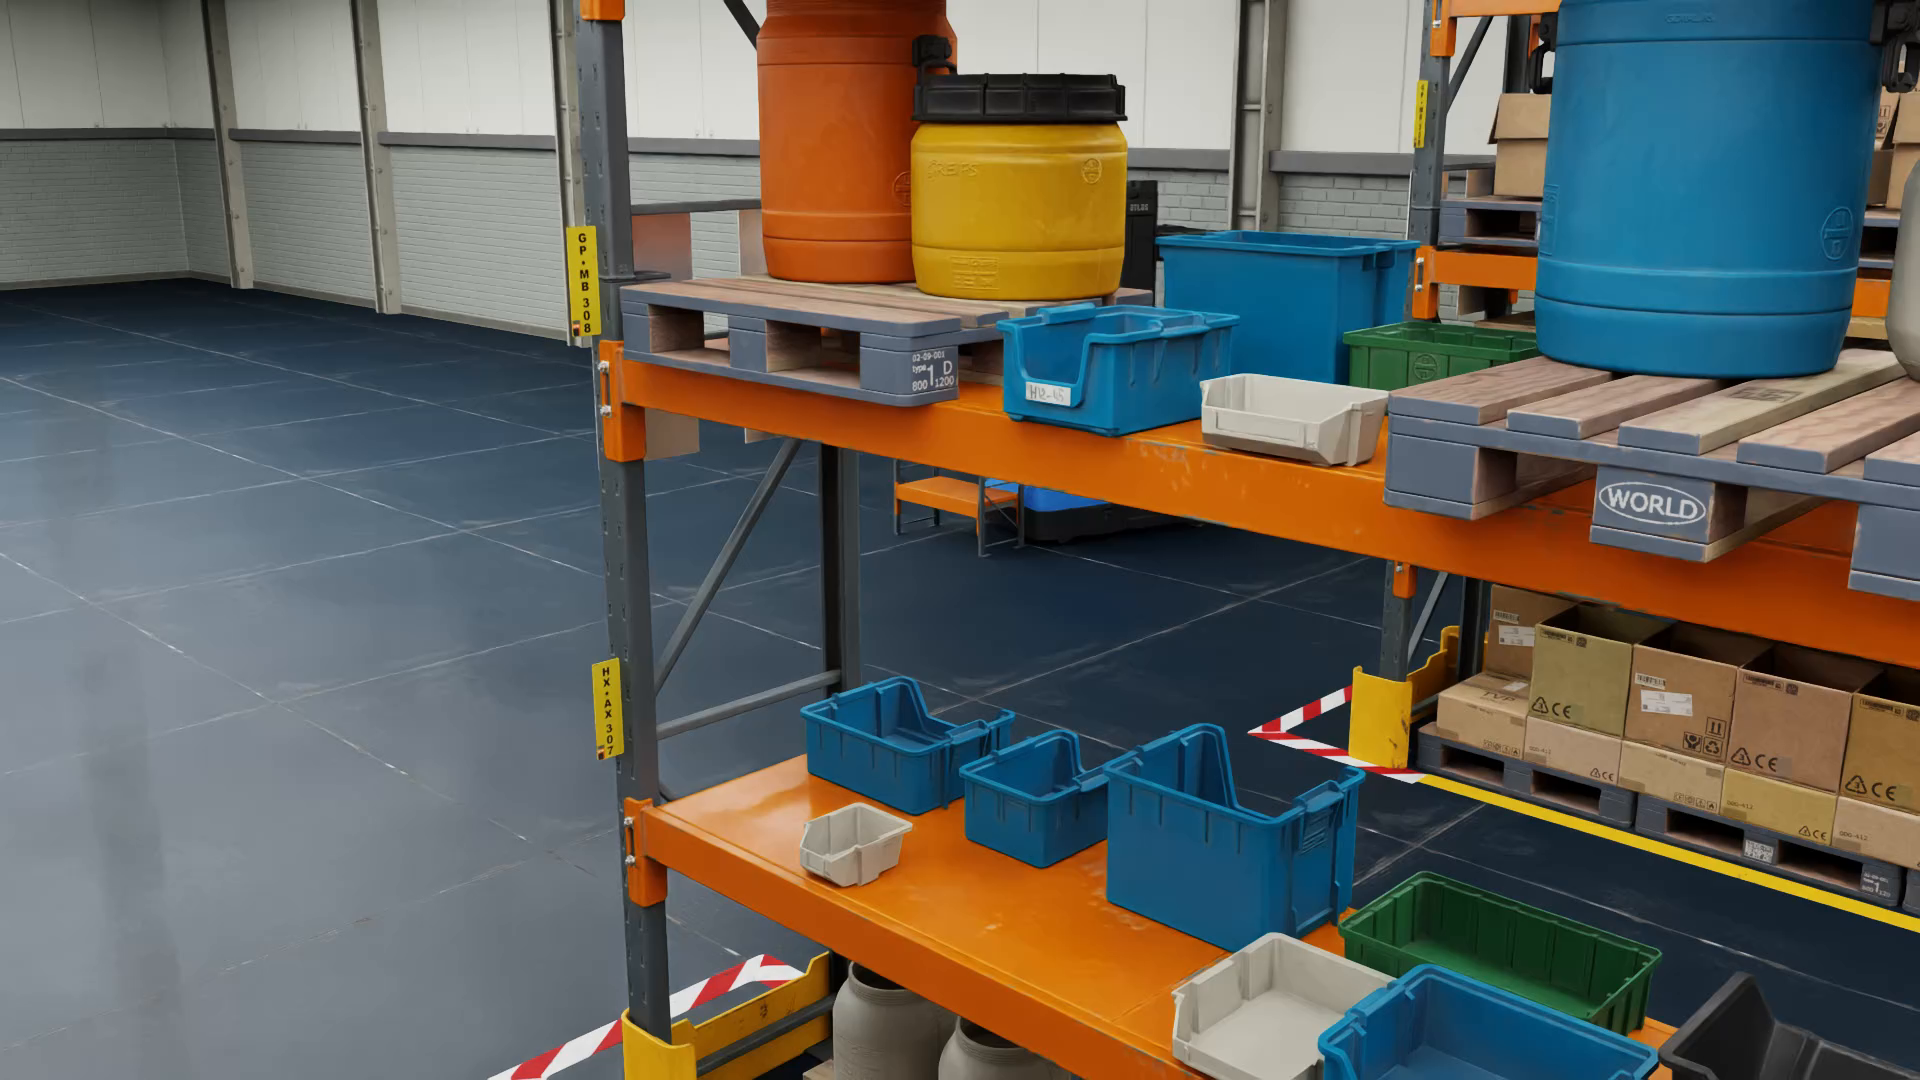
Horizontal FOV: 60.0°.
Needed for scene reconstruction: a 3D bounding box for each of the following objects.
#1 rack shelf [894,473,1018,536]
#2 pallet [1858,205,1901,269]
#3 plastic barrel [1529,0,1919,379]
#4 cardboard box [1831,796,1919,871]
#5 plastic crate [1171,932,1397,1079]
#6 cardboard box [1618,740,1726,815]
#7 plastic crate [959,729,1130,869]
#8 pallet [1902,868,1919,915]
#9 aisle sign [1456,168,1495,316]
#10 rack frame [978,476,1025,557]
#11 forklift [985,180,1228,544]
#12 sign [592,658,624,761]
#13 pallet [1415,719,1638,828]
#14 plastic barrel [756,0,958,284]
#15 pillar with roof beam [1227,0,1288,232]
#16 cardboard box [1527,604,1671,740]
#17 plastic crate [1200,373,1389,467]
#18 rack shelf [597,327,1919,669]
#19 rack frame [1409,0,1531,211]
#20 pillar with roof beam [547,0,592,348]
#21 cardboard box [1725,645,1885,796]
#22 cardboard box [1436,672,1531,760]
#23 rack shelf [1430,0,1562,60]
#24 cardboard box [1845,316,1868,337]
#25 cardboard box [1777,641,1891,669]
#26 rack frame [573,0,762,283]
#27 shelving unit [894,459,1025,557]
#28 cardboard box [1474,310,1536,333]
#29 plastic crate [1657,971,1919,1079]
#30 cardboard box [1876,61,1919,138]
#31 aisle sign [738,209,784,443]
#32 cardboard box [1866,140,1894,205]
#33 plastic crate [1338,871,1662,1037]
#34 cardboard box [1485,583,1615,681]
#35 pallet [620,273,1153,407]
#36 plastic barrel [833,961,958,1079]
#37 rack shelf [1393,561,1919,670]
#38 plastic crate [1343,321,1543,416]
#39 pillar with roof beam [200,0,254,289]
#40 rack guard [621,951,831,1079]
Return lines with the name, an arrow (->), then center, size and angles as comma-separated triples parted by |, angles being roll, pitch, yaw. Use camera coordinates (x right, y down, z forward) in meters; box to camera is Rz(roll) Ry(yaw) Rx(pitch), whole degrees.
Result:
rack shelf -> -0.015, -0.305, 13.841 | 0.538, 0.278, 1.000 | -14, 20, -42
pallet -> 4.069, -1.386, 7.529 | 1.213, 0.211, 1.003 | 14, 20, 42
plastic barrel -> 1.492, -0.812, 3.322 | 0.708, 0.901, 0.600 | 14, 20, 42
cardboard box -> 4.366, 1.293, 7.643 | 0.500, 0.250, 0.500 | 14, 20, 42
plastic crate -> 0.789, 1.169, 4.021 | 0.437, 0.136, 0.530 | 14, 20, 42
cardboard box -> 3.649, 1.117, 8.318 | 0.500, 0.250, 0.500 | 14, 20, 42
plastic crate -> 0.286, 0.799, 5.211 | 0.408, 0.251, 0.499 | 14, 20, 42
pallet -> 5.031, 1.583, 7.437 | 1.213, 0.211, 1.003 | 14, 20, 42
aisle sign -> 2.852, -1.642, 9.129 | 0.004, 0.787, 0.394 | 14, 20, 42
rack frame -> 0.338, -0.449, 13.425 | 0.500, 1.125, 0.032 | -14, 20, -42
forklift -> 1.720, -1.635, 14.395 | 3.031, 2.935, 1.130 | -8, 17, -28
sign -> -1.131, 0.544, 5.345 | 0.005, 0.325, 0.100 | 14, 20, 42
pallet -> 3.275, 1.156, 9.075 | 1.213, 0.211, 1.003 | 14, 20, 42
plastic barrel -> -0.308, -1.221, 5.037 | 0.708, 0.830, 0.600 | 14, 20, 42
pillar with roof beam -> -0.072, -4.425, 13.069 | 0.400, 9.000, 9.100 | 14, 20, 42
cardboard box -> 3.288, 0.667, 8.558 | 0.500, 0.500, 0.500 | 14, 20, 42
plastic crate -> 0.698, -0.252, 3.525 | 0.396, 0.136, 0.243 | 14, 20, 42
rack shelf -> 0.694, -0.174, 4.129 | 4.000, 0.370, 1.077 | 14, 20, 42
rack frame -> 2.695, -3.222, 8.452 | 0.127, 3.000, 1.000 | 14, 20, 42
pillar with roof beam -> -8.711, -6.525, 21.129 | 0.400, 9.000, 9.100 | 14, 20, 42
cardboard box -> 4.005, 0.842, 7.883 | 0.500, 0.500, 0.500 | 14, 20, 42
cardboard box -> 2.927, 0.942, 8.987 | 0.500, 0.250, 0.500 | 14, 20, 42
rack shelf -> 4.135, -2.331, 7.250 | 4.000, 0.370, 1.077 | 14, 20, 42
cardboard box -> 6.266, -1.381, 12.054 | 0.500, 0.500, 0.500 | 14, 20, 42
cardboard box -> 4.377, 0.745, 8.256 | 0.500, 0.500, 0.500 | 14, 20, 42
rack frame -> -0.746, -2.324, 5.004 | 0.127, 3.000, 1.000 | 14, 20, 42
shelving unit -> -0.015, -0.541, 13.779 | 0.538, 1.125, 1.048 | -14, 20, -42
cardboard box -> 3.060, -0.902, 8.674 | 0.500, 0.500, 0.700 | 14, 20, 42
plastic crate -> 1.845, 1.195, 3.522 | 0.504, 0.338, 0.767 | 14, 20, 42
cardboard box -> 6.566, -3.004, 11.342 | 0.500, 0.500, 0.500 | 13, 20, 42
aisle sign -> -0.591, -0.745, 5.688 | 0.004, 0.787, 0.394 | 14, 20, 42
cardboard box -> 4.107, -1.748, 7.808 | 0.500, 0.311, 0.500 | -12, 19, -38
plastic crate -> 1.353, 1.093, 4.209 | 0.662, 0.188, 0.450 | 14, 20, 42
cardboard box -> 3.288, 0.485, 9.255 | 0.500, 0.500, 0.500 | 14, 20, 42
pallet -> -0.218, -0.618, 4.782 | 1.213, 0.211, 1.003 | 14, 20, 42
plastic barrel -> -0.219, 1.681, 5.632 | 0.421, 0.512, 0.421 | 0, 15, 0
rack shelf -> 4.135, 0.379, 7.956 | 4.000, 0.370, 1.077 | 14, 20, 42
plastic crate -> 1.187, -0.395, 3.972 | 0.450, 0.188, 0.336 | 14, 20, 42
pillar with roof beam -> -17.349, -8.626, 29.189 | 0.400, 9.000, 9.100 | 14, 20, 42
rack guard -> -0.658, 1.794, 6.057 | 0.348, 0.500, 1.175 | 14, 20, 42
